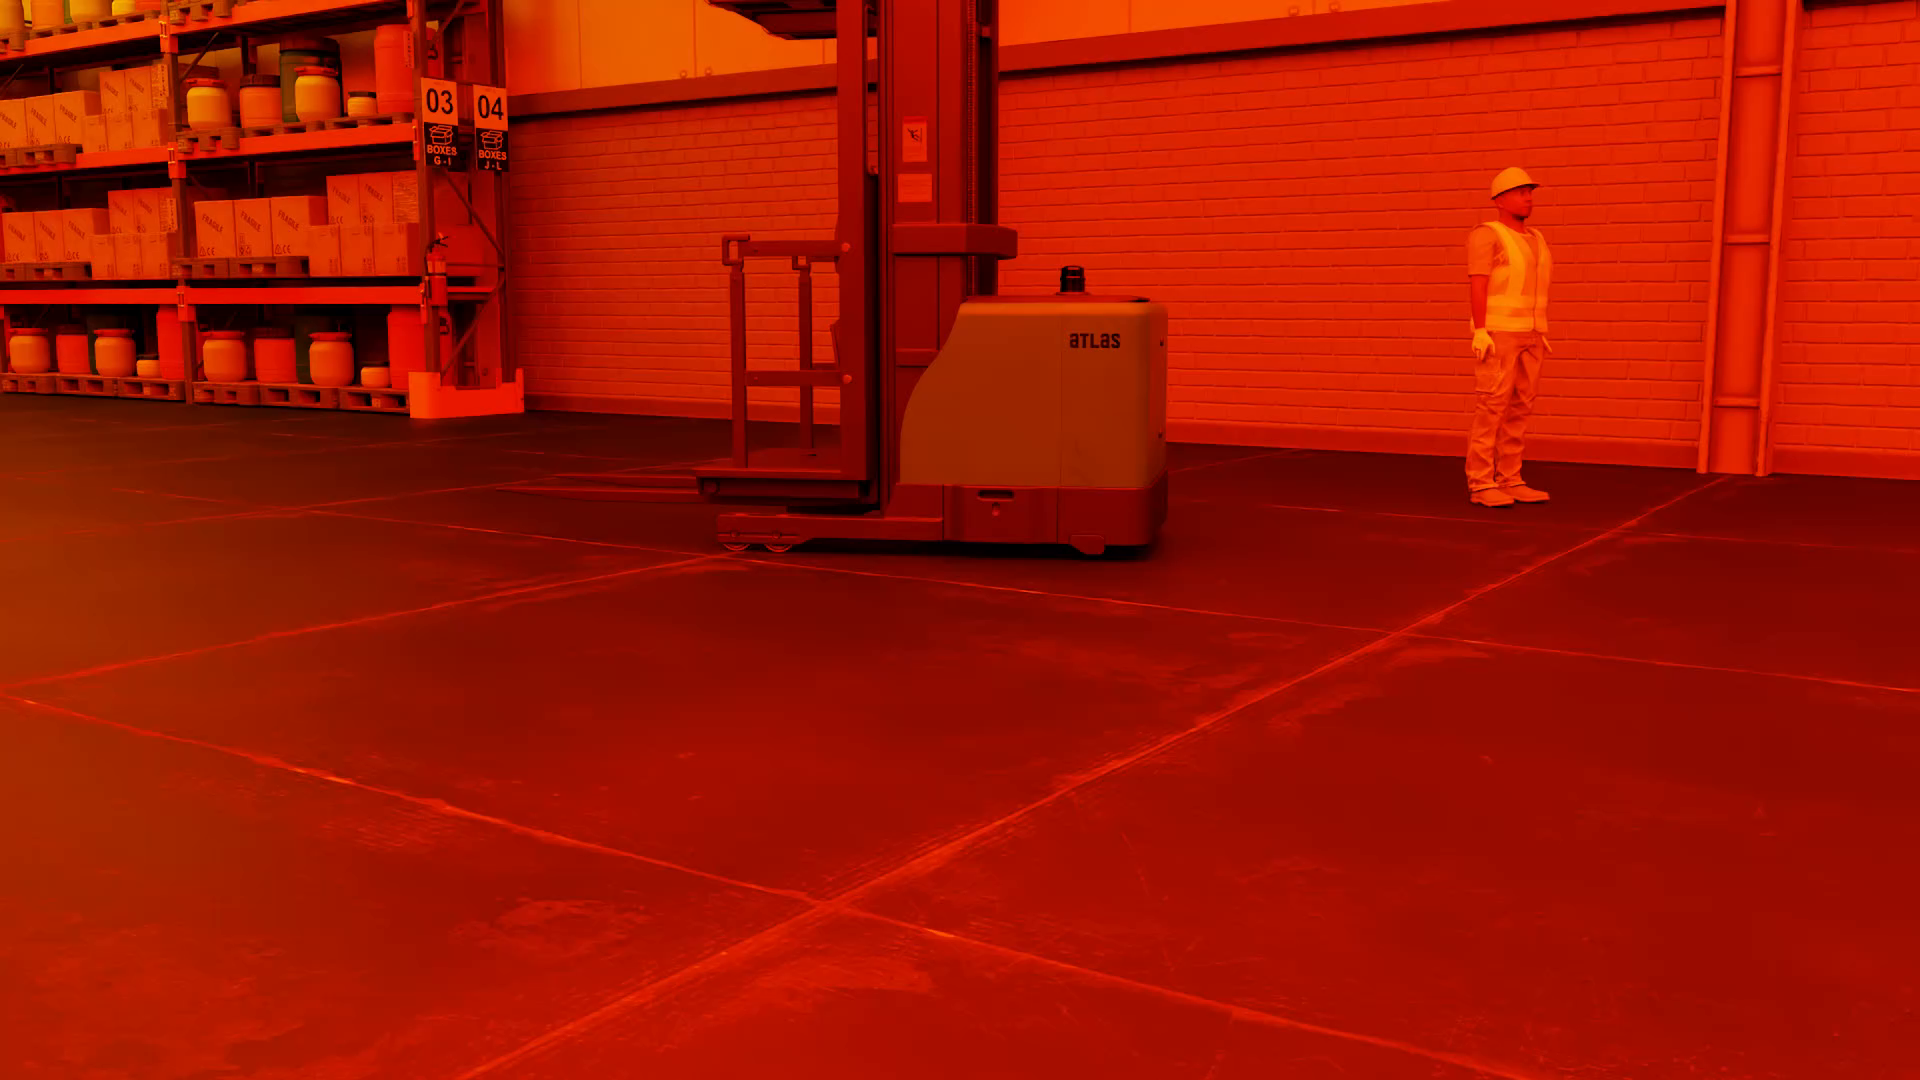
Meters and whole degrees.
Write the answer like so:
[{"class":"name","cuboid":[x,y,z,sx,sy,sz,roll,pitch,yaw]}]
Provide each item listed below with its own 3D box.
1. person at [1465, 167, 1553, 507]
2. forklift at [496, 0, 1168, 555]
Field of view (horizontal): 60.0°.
[{"class":"person","cuboid":[2.958,-1.086,8.905,0.542,1.789,0.387,-6,10,-35]},{"class":"forklift","cuboid":[-0.596,-1.469,7.520,3.031,2.935,1.130,2,8,12]}]
